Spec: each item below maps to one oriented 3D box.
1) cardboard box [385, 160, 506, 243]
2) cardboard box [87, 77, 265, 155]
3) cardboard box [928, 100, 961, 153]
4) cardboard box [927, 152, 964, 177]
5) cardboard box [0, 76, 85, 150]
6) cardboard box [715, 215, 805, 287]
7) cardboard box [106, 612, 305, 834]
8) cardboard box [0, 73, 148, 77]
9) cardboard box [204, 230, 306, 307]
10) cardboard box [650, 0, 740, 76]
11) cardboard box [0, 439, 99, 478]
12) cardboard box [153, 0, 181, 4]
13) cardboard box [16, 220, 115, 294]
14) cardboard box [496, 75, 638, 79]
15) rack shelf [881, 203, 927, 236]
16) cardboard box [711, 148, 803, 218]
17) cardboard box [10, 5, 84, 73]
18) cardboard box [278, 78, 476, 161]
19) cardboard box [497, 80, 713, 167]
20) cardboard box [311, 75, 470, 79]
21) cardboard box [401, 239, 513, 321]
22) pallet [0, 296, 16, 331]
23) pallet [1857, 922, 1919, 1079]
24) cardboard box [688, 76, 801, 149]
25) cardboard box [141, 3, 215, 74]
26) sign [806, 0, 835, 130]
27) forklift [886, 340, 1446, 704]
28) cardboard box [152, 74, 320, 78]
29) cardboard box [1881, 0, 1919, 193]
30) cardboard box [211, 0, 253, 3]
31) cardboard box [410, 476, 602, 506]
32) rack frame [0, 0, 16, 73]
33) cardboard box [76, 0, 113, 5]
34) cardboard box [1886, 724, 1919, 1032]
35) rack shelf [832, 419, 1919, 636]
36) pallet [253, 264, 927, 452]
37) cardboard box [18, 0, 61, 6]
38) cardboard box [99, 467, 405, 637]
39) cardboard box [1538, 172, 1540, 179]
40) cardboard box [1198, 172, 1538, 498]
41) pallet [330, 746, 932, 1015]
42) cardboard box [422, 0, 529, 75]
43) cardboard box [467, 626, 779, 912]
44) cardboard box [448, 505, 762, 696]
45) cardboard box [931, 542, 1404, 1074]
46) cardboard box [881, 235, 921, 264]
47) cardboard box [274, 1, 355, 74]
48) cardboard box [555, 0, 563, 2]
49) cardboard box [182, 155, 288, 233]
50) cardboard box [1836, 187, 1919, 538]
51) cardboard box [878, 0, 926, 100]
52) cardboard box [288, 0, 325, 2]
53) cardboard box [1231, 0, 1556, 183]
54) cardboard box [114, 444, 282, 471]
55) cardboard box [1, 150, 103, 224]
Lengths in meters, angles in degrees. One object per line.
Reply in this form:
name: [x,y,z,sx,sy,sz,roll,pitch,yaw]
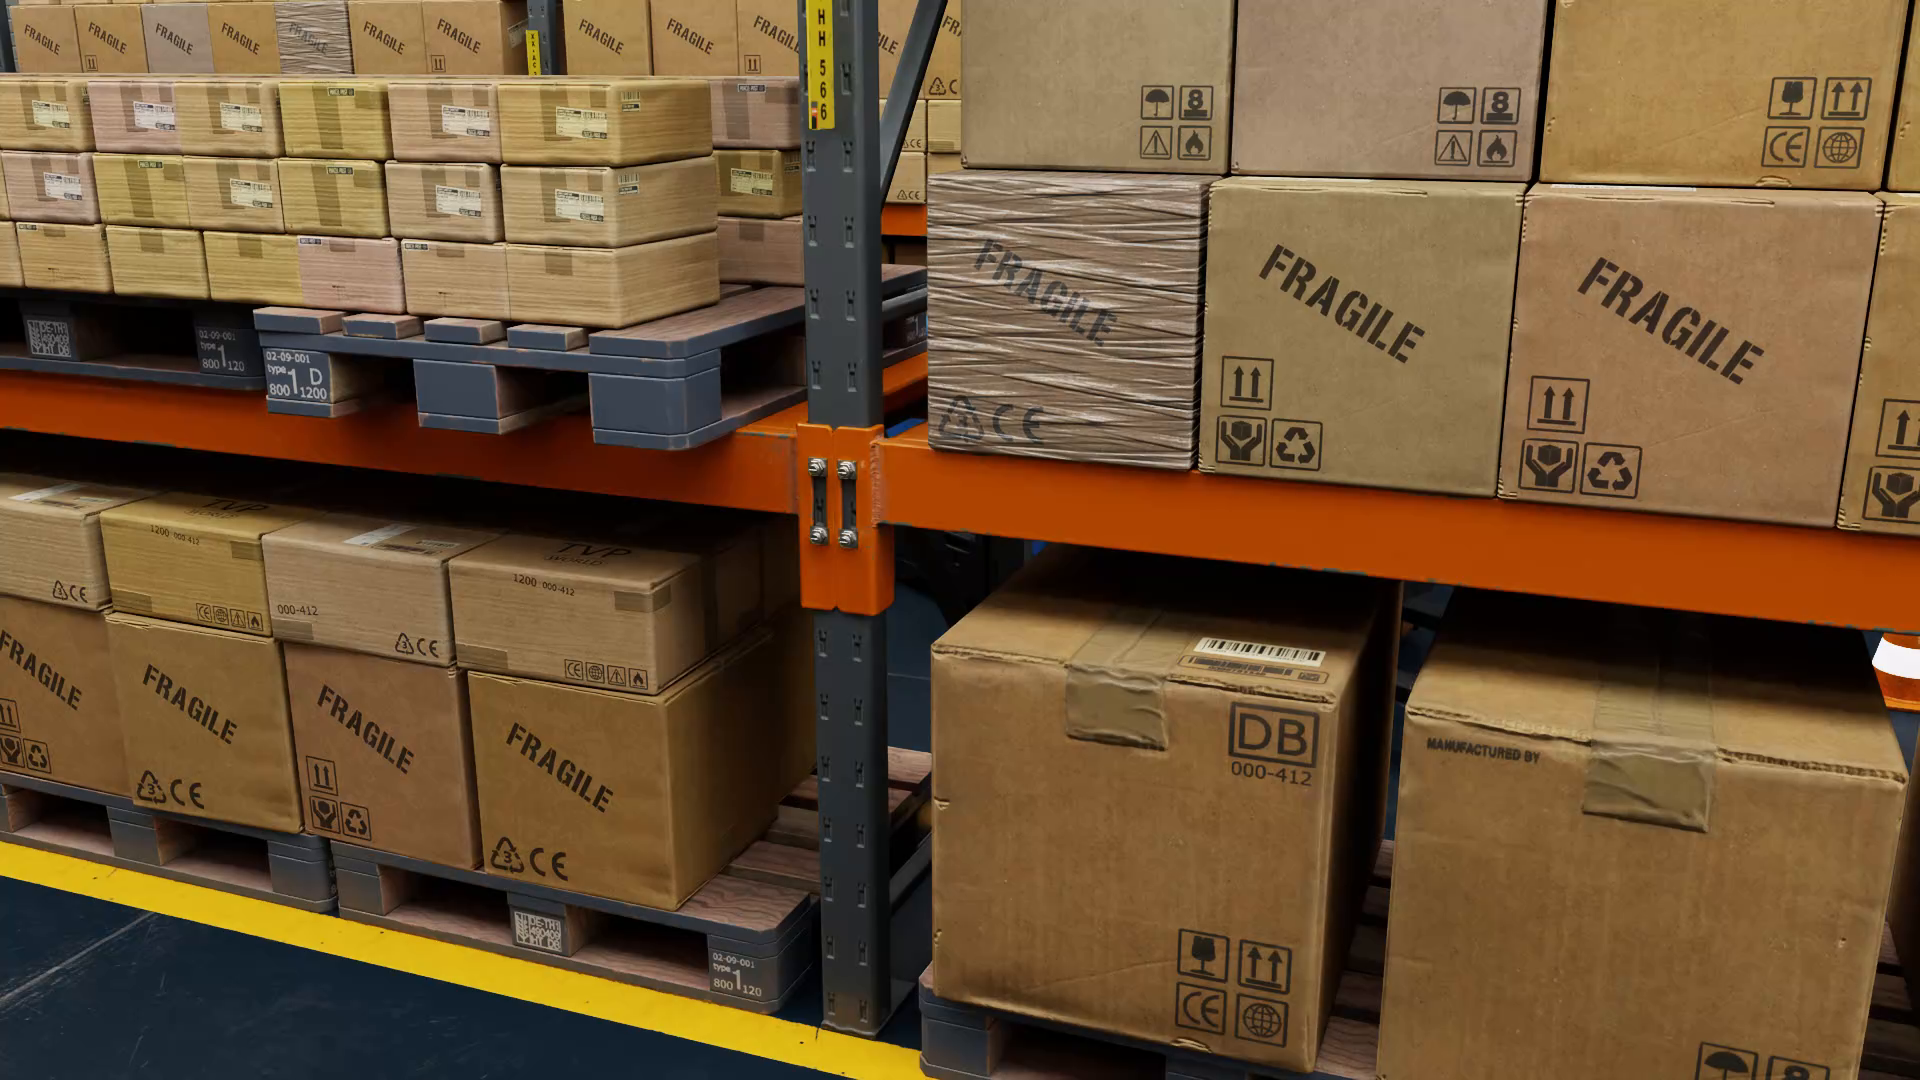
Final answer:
cardboard box: [-0.930,-0.699,3.363,0.250,0.149,0.380,7,18,23]
cardboard box: [-1.627,-0.919,3.589,0.250,0.149,0.380,6,17,21]
cardboard box: [0.162,-2.060,8.261,0.500,0.250,0.500,6,17,19]
cardboard box: [0.158,-1.826,8.351,0.500,0.250,0.500,6,17,20]
cardboard box: [-2.123,-0.973,3.775,0.250,0.149,0.380,7,18,22]
cardboard box: [-0.397,-0.694,3.883,0.250,0.149,0.380,6,17,20]
cardboard box: [-1.742,0.380,4.215,0.500,0.500,0.500,5,17,18]
cardboard box: [-2.369,-1.194,4.536,0.250,0.149,0.380,6,17,19]
cardboard box: [-1.383,-0.606,3.579,0.250,0.149,0.380,6,17,20]
cardboard box: [-1.266,-2.582,8.716,0.500,0.500,0.500,6,17,20]
cardboard box: [-2.689,-0.088,4.482,0.500,0.250,0.500,7,18,22]
cardboard box: [-4.561,-3.259,9.884,0.250,0.149,0.380,6,17,21]
cardboard box: [-1.874,-0.660,3.765,0.250,0.149,0.380,7,18,22]
cardboard box: [-0.891,-1.033,3.981,0.250,0.149,0.380,6,17,20]
rack shelf: [-0.193,-1.669,8.831,4.000,0.370,1.077,6,17,21]
cardboard box: [-0.431,-0.841,3.853,0.250,0.149,0.380,7,18,23]
cardboard box: [-5.433,-3.033,10.268,0.500,0.500,0.500,6,17,19]
cardboard box: [-1.155,-0.866,3.408,0.250,0.149,0.380,7,18,22]
cardboard box: [-0.679,-0.813,3.225,0.250,0.149,0.380,6,17,18]
cardboard box: [-1.390,-1.087,4.168,0.250,0.149,0.380,7,18,23]
cardboard box: [-0.913,-0.553,3.397,0.250,0.149,0.380,6,17,20]
pallet: [-3.118,-0.716,4.605,1.213,0.211,1.003,6,17,21]
pallet: [1.782,1.049,3.181,1.213,0.211,1.003,6,17,21]
cardboard box: [-0.418,-0.980,3.800,0.250,0.149,0.380,6,17,21]
cardboard box: [-4.468,-2.931,9.918,0.500,0.500,0.500,6,17,20]
sign: [-0.245,-0.892,2.930,0.005,0.325,0.100,6,17,21]
forklift: [0.975,-1.031,5.469,1.130,2.935,3.031,-12,20,-36]
cardboard box: [-1.868,-1.140,4.351,0.250,0.149,0.380,6,17,20]
cardboard box: [1.784,-0.840,2.712,0.500,0.500,0.700,6,17,20]
cardboard box: [-4.119,-3.190,9.645,0.250,0.149,0.380,6,17,19]
cardboard box: [-1.079,-0.062,4.392,0.500,0.250,0.500,6,17,20]
rack frame: [-5.775,-2.628,10.845,0.127,3.000,1.000,6,17,21]
cardboard box: [-5.076,-3.295,10.006,0.250,0.149,0.380,7,18,22]
cardboard box: [2.160,0.633,2.896,0.750,0.750,1.050,6,17,21]
rack shelf: [1.806,0.035,2.964,4.000,0.370,1.077,6,17,21]
pallet: [-0.757,-0.468,3.751,1.003,0.211,1.213,6,17,21]
cardboard box: [-5.546,-3.359,10.229,0.250,0.149,0.380,7,17,22]
cardboard box: [-1.728,0.016,4.122,0.500,0.250,0.500,7,17,22]
cardboard box: [1.391,-0.484,3.283,0.500,0.500,0.500,6,17,20]
cardboard box: [0.738,-0.396,2.979,0.500,0.500,0.500,6,17,20]
pallet: [-0.781,0.743,4.234,1.213,0.211,1.003,6,17,21]
cardboard box: [-2.594,-2.724,9.202,0.500,0.500,0.500,6,17,20]
cardboard box: [-0.763,0.484,3.857,0.500,0.500,0.500,6,17,20]
cardboard box: [-0.787,0.121,3.761,0.500,0.250,0.500,6,17,19]
cardboard box: [0.479,0.449,3.529,0.750,0.750,1.050,6,17,20]
cardboard box: [-0.604,-1.267,9.215,0.875,0.875,0.875,7,18,22]
cardboard box: [-3.540,-2.827,9.559,0.500,0.500,0.500,7,17,21]
cardboard box: [-2.252,-3.158,9.535,0.250,0.149,0.380,6,17,20]
cardboard box: [-1.409,-0.750,3.542,0.250,0.149,0.380,6,17,21]
cardboard box: [1.669,-0.293,2.623,0.500,0.500,0.500,6,17,20]
cardboard box: [-0.317,-2.479,8.361,0.500,0.500,0.500,6,17,20]
cardboard box: [-3.623,-3.154,9.523,0.250,0.149,0.380,6,17,19]
cardboard box: [0.830,-0.944,3.071,0.500,0.500,0.700,6,17,20]
cardboard box: [-2.020,-0.169,4.760,0.500,0.250,0.500,5,17,18]
cardboard box: [-1.882,-0.803,3.723,0.250,0.149,0.380,7,18,22]
